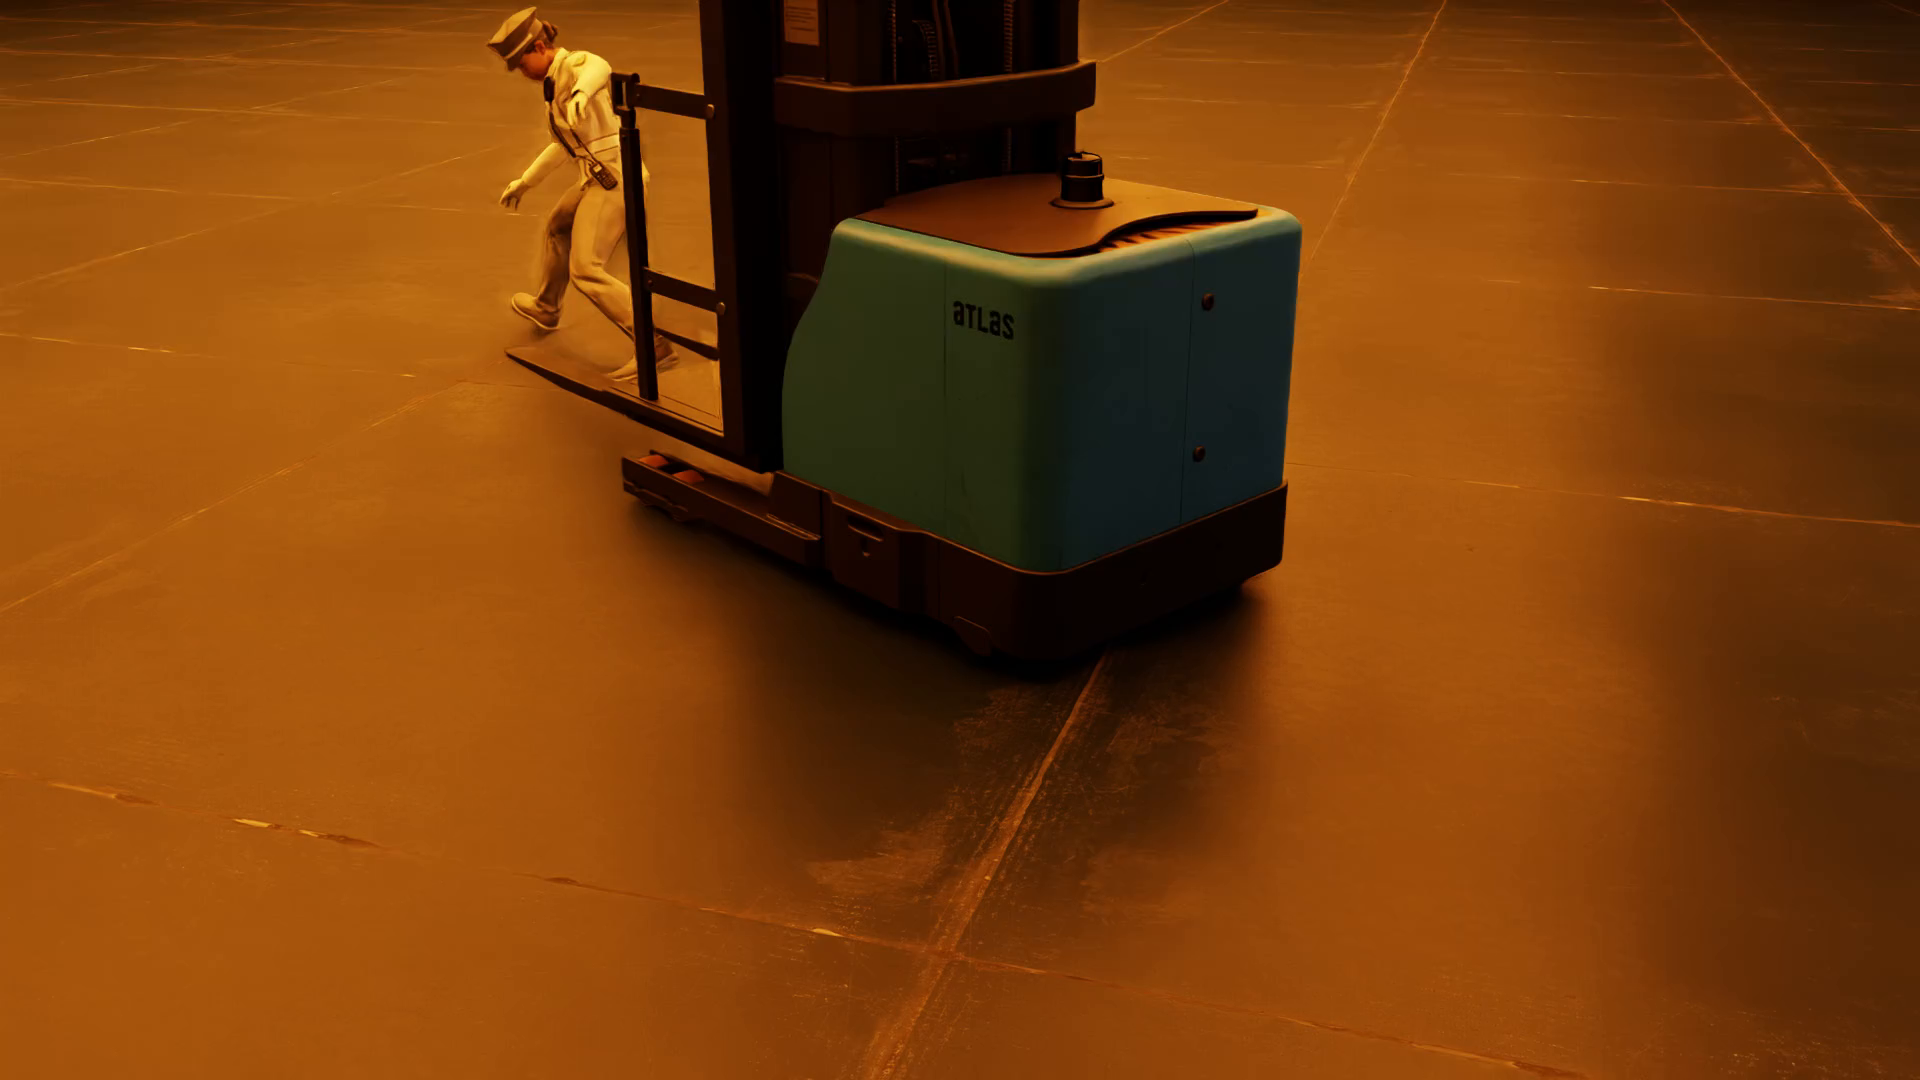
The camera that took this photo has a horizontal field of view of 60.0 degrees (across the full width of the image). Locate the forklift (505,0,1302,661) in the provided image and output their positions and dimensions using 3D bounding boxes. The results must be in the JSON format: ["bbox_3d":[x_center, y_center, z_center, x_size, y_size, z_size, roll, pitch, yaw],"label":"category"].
[{"bbox_3d":[-0.442,-1.525,4.974,1.130,2.935,3.031,-20,29,-39],"label":"forklift"}]

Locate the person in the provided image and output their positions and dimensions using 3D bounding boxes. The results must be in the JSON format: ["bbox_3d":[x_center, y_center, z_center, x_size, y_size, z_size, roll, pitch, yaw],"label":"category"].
[{"bbox_3d":[-1.561,-1.434,6.779,0.716,1.397,1.200,-4,23,-9],"label":"person"}]
